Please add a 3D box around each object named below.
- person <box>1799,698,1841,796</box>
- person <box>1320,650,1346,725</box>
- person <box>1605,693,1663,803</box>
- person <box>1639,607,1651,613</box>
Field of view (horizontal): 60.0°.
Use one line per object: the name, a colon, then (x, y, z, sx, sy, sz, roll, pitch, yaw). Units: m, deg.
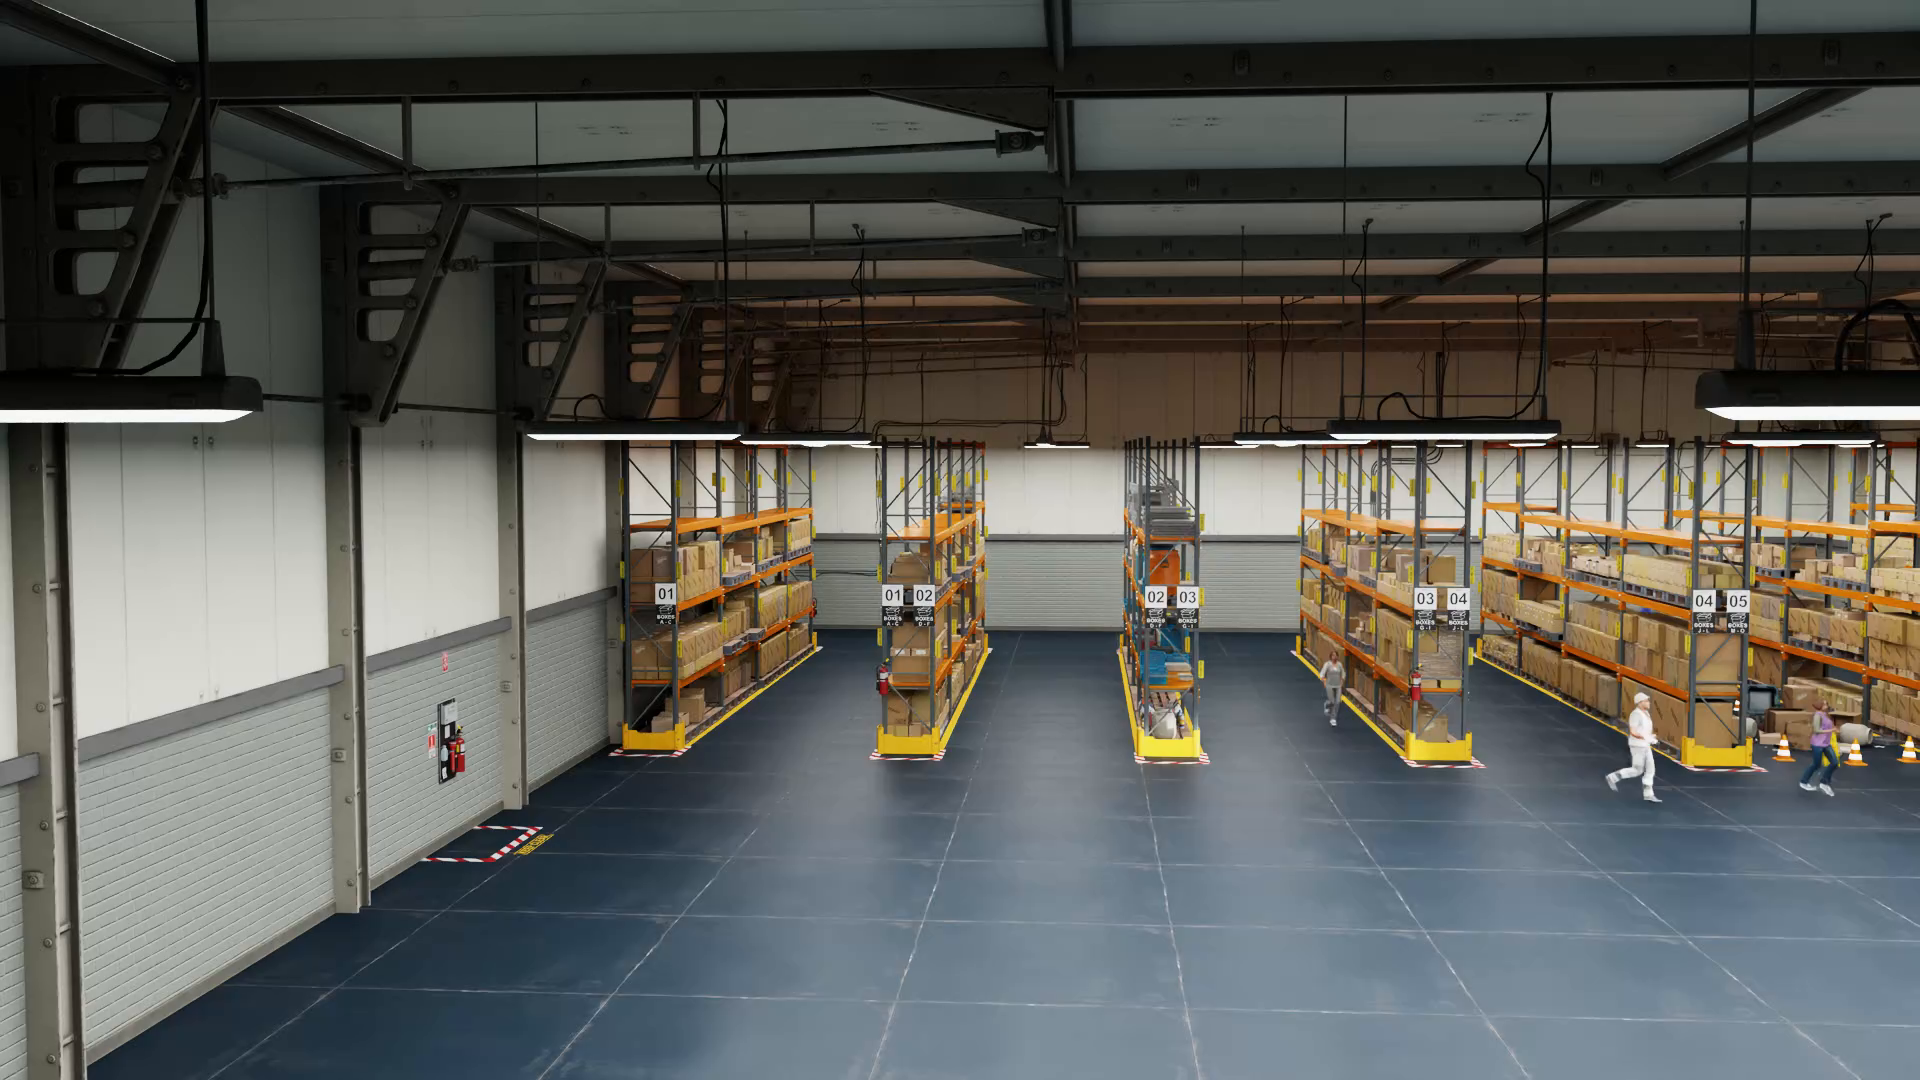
person: (14.348, 3.439, 27.695, 0.514, 1.624, 0.660, -2, 4, -38)
person: (7.828, 3.090, 34.873, 0.537, 1.560, 0.549, 0, 3, -3)
person: (11.100, 3.386, 27.288, 0.874, 1.779, 0.664, 2, 4, 39)
person: (19.520, 2.397, 47.358, 0.518, 1.590, 0.647, 0, 3, 6)
